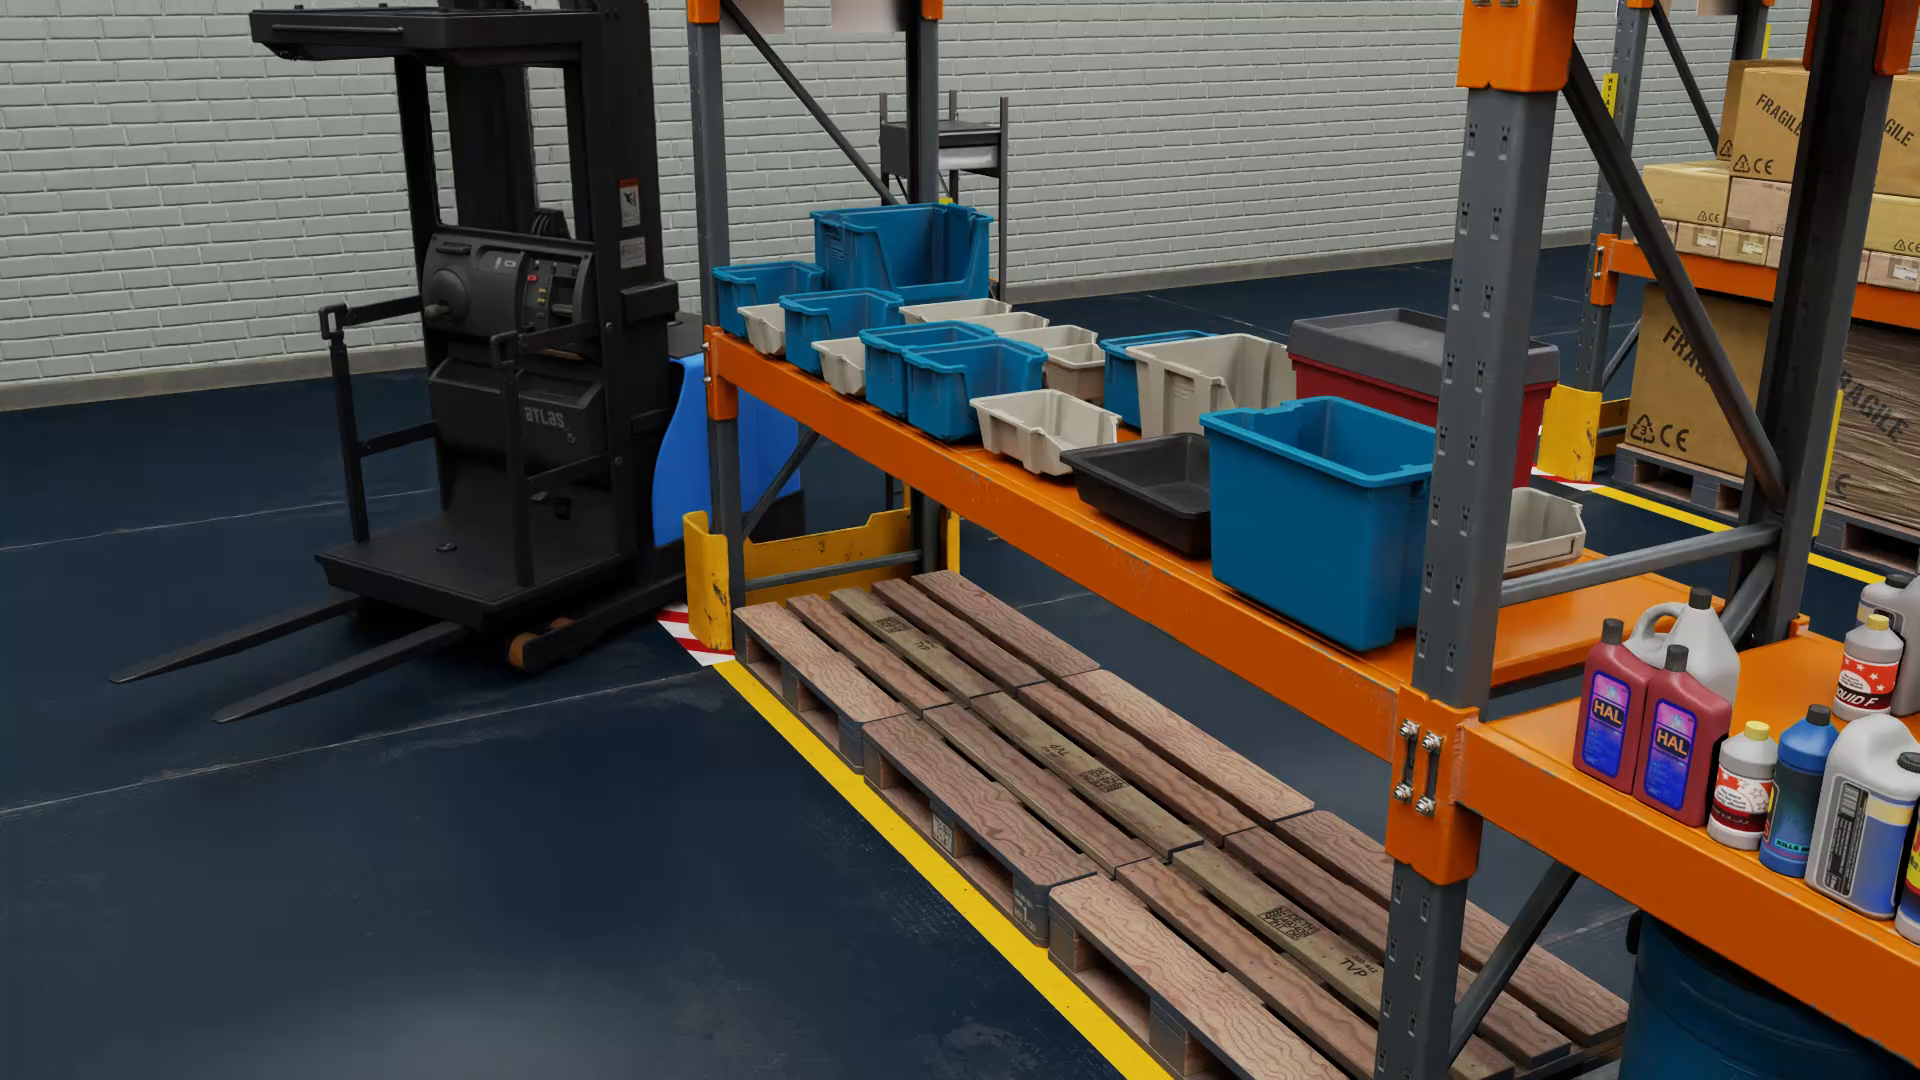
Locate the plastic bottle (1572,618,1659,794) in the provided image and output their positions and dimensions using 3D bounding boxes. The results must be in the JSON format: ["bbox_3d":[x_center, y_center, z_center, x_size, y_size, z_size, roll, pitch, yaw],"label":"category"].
[{"bbox_3d":[1.145,0.285,2.885,0.061,0.283,0.133,-10,21,-27],"label":"plastic bottle"}]

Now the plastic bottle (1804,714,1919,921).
[{"bbox_3d":[1.405,0.414,2.522,0.152,0.276,0.135,-10,21,-27],"label":"plastic bottle"}]

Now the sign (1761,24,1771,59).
[{"bbox_3d":[4.290,-2.596,8.918,0.100,0.325,0.005,-10,21,-27],"label":"sign"}]

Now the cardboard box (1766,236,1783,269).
[{"bbox_3d":[4.054,-1.363,7.869,0.380,0.149,0.250,-10,22,-27],"label":"cardboard box"}]

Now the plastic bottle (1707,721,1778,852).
[{"bbox_3d":[1.280,0.393,2.700,0.097,0.201,0.097,0,19,0],"label":"plastic bottle"}]

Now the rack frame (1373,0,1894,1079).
[{"bbox_3d":[1.350,0.058,3.364,0.949,2.616,0.053,-10,21,-27],"label":"rack frame"}]

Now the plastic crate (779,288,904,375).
[{"bbox_3d":[-0.413,-0.728,5.807,0.416,0.233,0.300,-10,21,-27],"label":"plastic crate"}]

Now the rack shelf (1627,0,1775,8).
[{"bbox_3d":[4.756,-2.360,6.878,1.077,0.370,4.000,-10,21,-27],"label":"rack shelf"}]

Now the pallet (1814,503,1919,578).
[{"bbox_3d":[4.830,0.029,7.725,1.003,0.211,1.213,-10,21,-27],"label":"pallet"}]

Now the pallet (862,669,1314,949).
[{"bbox_3d":[0.380,0.821,5.428,1.003,0.211,1.213,-10,21,-27],"label":"pallet"}]

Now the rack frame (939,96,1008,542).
[{"bbox_3d":[0.037,-0.970,7.724,0.400,2.100,0.015,-10,21,-27],"label":"rack frame"}]

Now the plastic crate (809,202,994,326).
[{"bbox_3d":[-0.229,-1.067,6.480,0.616,0.435,0.499,-10,21,-27],"label":"plastic crate"}]

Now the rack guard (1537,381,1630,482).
[{"bbox_3d":[3.795,-0.682,9.341,1.175,0.500,0.348,-10,21,-27],"label":"rack guard"}]

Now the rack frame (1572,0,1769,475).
[{"bbox_3d":[3.806,-1.857,8.914,1.000,3.000,0.127,-10,21,-27],"label":"rack frame"}]

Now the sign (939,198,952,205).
[{"bbox_3d":[-0.076,-1.257,6.924,0.100,0.325,0.005,-10,21,-27],"label":"sign"}]

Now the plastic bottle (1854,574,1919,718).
[{"bbox_3d":[1.818,0.180,3.200,0.152,0.276,0.135,-10,21,-27],"label":"plastic bottle"}]

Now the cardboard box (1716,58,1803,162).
[{"bbox_3d":[4.269,-2.182,8.480,0.500,0.500,0.500,-10,21,-26],"label":"cardboard box"}]

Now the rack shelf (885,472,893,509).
[{"bbox_3d":[-0.079,-0.365,8.159,0.431,0.518,0.480,-10,21,-27],"label":"rack shelf"}]

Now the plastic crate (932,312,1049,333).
[{"bbox_3d":[0.119,-0.702,5.879,0.396,0.136,0.243,-10,21,-27],"label":"plastic crate"}]

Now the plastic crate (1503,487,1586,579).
[{"bbox_3d":[1.251,-0.001,3.847,0.396,0.136,0.243,-10,21,-27],"label":"plastic crate"}]

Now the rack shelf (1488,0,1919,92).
[{"bbox_3d":[2.296,-0.445,1.327,1.077,0.370,4.000,-10,21,-27],"label":"rack shelf"}]

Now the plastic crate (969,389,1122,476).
[{"bbox_3d":[0.255,-0.298,4.710,0.293,0.136,0.466,-10,21,-27],"label":"plastic crate"}]

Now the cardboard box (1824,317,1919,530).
[{"bbox_3d":[4.613,-0.618,7.938,0.875,0.875,0.875,-10,21,-27],"label":"cardboard box"}]

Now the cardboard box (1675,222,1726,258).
[{"bbox_3d":[3.807,-1.512,8.298,0.380,0.149,0.250,-10,22,-27],"label":"cardboard box"}]

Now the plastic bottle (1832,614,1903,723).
[{"bbox_3d":[1.717,0.240,3.141,0.097,0.201,0.097,0,19,0],"label":"plastic bottle"}]

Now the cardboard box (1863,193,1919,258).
[{"bbox_3d":[4.285,-1.454,7.520,0.500,0.250,0.500,-11,22,-28],"label":"cardboard box"}]

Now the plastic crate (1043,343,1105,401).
[{"bbox_3d":[0.429,-0.543,5.420,0.298,0.136,0.250,-10,21,-27],"label":"plastic crate"}]

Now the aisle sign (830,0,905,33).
[{"bbox_3d":[-0.329,-2.384,6.458,0.394,0.787,0.004,-10,21,-27],"label":"aisle sign"}]

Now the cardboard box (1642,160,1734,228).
[{"bbox_3d":[3.796,-1.747,8.369,0.500,0.250,0.500,-11,22,-28],"label":"cardboard box"}]

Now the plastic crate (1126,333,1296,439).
[{"bbox_3d":[0.784,-0.381,4.725,0.437,0.282,0.530,-10,21,-27],"label":"plastic crate"}]

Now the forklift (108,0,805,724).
[{"bbox_3d":[-1.967,-1.027,6.613,1.130,2.935,3.031,12,22,31],"label":"forklift"}]

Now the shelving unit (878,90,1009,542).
[{"bbox_3d":[-0.079,-1.040,7.927,0.431,2.100,0.503,-10,21,-27],"label":"shelving unit"}]

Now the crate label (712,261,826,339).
[{"bbox_3d":[-0.725,-0.917,6.355,0.416,0.233,0.303,-10,21,-27],"label":"crate label"}]

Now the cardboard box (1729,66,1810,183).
[{"bbox_3d":[4.034,-1.958,7.831,0.500,0.500,0.500,-11,22,-28],"label":"cardboard box"}]

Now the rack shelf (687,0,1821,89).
[{"bbox_3d":[0.397,-1.593,4.655,1.077,0.370,4.000,-10,21,-27],"label":"rack shelf"}]

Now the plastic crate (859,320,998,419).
[{"bbox_3d":[-0.100,-0.539,5.259,0.416,0.233,0.300,-10,21,-27],"label":"plastic crate"}]

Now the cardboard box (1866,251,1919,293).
[{"bbox_3d":[4.297,-1.216,7.443,0.380,0.149,0.250,-10,22,-27],"label":"cardboard box"}]

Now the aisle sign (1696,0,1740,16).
[{"bbox_3d":[4.036,-3.153,8.684,0.394,0.787,0.004,-10,21,-27],"label":"aisle sign"}]
